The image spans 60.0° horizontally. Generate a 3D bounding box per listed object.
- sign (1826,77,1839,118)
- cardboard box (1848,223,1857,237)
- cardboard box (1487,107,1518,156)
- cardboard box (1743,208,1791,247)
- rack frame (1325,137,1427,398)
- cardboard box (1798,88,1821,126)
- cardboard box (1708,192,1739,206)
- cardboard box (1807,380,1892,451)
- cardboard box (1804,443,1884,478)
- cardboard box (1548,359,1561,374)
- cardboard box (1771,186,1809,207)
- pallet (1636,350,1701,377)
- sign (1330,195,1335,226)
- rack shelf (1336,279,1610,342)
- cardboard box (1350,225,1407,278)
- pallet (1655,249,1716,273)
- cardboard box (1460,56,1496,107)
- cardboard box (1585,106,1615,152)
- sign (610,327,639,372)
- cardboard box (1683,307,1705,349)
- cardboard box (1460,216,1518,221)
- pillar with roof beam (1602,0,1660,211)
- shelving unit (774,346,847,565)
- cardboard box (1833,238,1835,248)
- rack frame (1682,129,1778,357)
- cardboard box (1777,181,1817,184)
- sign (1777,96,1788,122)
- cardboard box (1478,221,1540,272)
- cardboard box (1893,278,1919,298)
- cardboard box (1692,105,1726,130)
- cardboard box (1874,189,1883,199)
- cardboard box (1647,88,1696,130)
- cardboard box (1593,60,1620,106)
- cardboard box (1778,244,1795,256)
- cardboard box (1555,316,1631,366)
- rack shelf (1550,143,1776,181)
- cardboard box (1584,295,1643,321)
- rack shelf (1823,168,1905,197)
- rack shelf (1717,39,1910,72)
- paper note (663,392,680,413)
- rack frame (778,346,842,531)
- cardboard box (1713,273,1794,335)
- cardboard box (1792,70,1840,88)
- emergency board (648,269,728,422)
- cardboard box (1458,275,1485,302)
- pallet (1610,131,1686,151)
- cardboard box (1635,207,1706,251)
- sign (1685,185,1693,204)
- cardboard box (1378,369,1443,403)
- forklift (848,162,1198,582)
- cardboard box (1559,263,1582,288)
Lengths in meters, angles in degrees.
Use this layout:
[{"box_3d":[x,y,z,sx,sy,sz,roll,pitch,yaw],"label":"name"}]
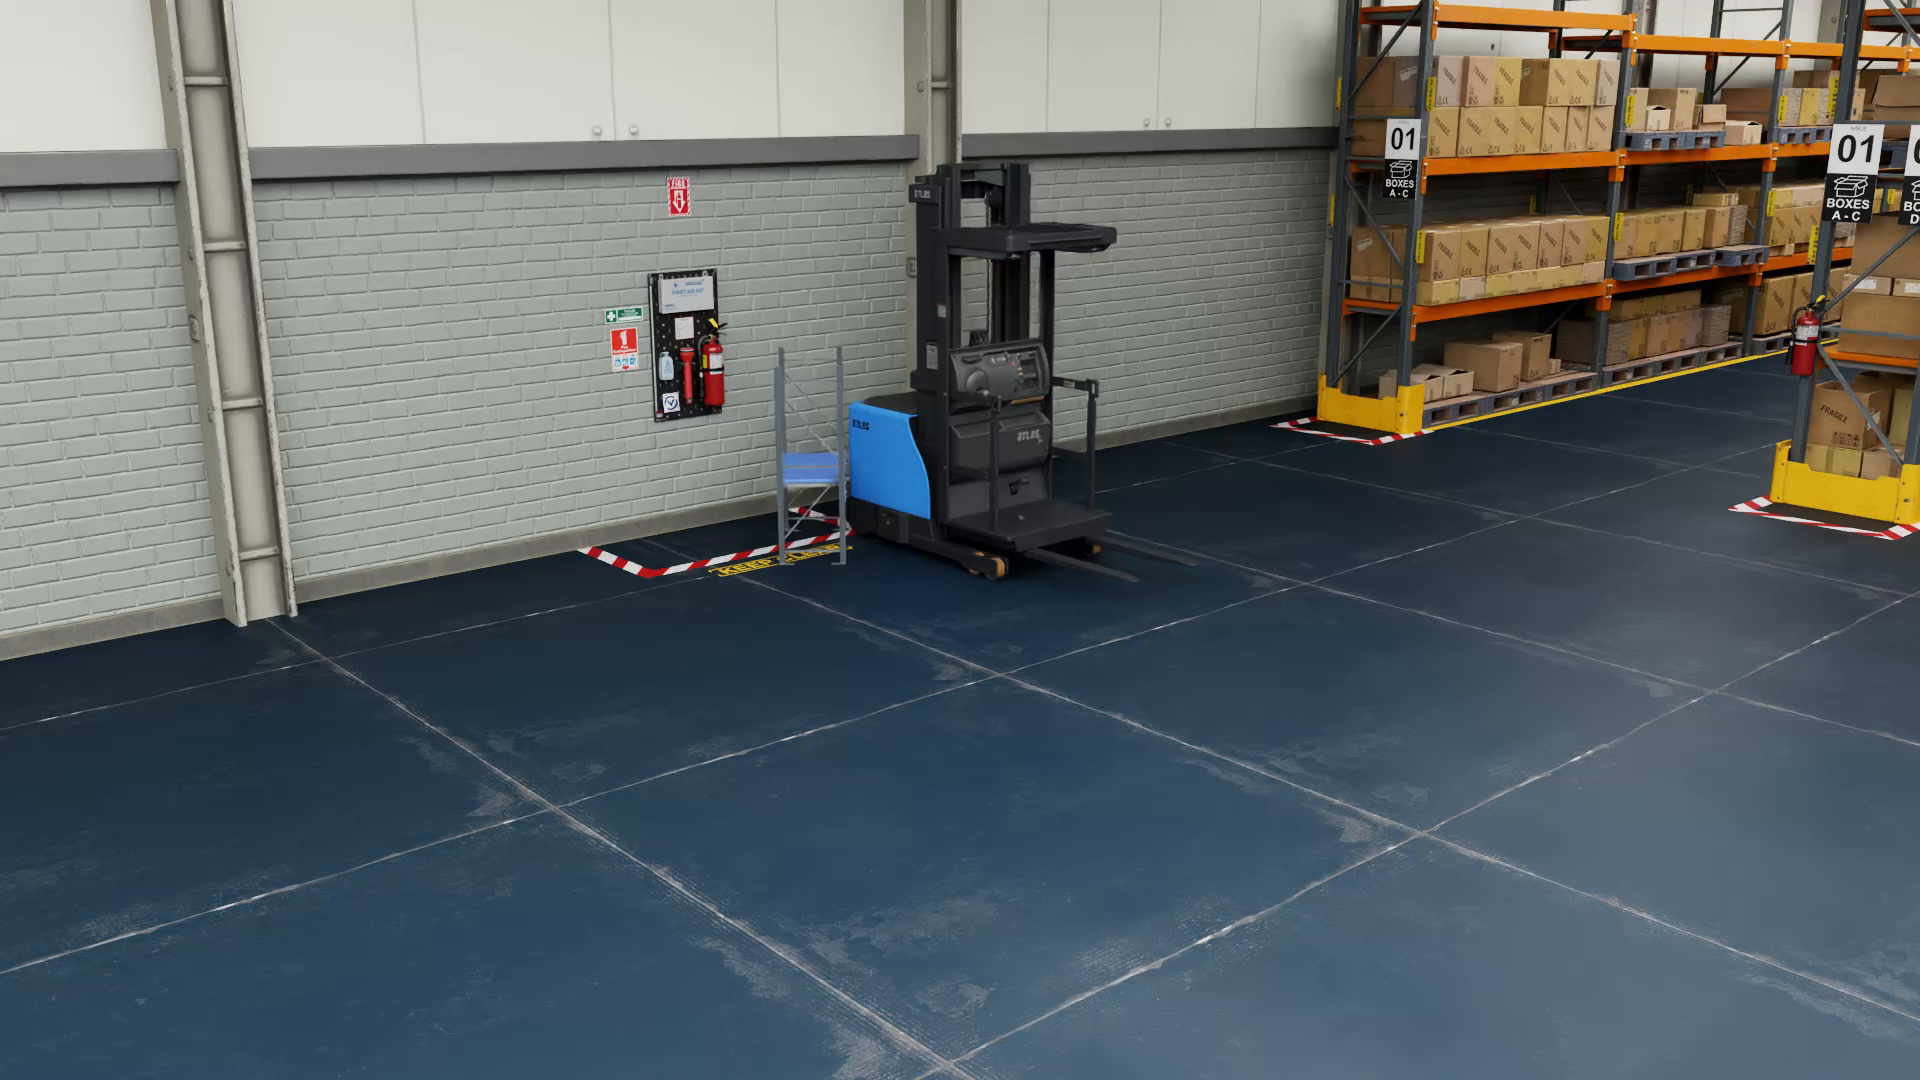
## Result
[{"box_3d":[7.244,-3.662,13.771,0.005,0.325,0.100,-13,19,-39],"label":"sign"},{"box_3d":[12.827,-4.698,24.215,0.500,0.500,0.500,-12,19,-39],"label":"cardboard box"},{"box_3d":[5.569,-4.367,17.740,0.500,0.500,0.500,-12,19,-37],"label":"cardboard box"},{"box_3d":[10.905,-4.268,22.607,0.500,0.500,0.500,-12,19,-38],"label":"cardboard box"},{"box_3d":[4.335,-2.679,17.466,0.127,3.000,1.000,-13,19,-39],"label":"rack frame"},{"box_3d":[11.490,-6.028,23.148,0.500,0.500,0.700,-11,19,-37],"label":"cardboard box"},{"box_3d":[10.130,-4.544,22.145,0.380,0.149,0.250,13,20,40],"label":"cardboard box"},{"box_3d":[7.799,-1.100,14.618,0.500,0.500,0.500,-13,19,-39],"label":"cardboard box"},{"box_3d":[7.800,-0.738,14.714,0.500,0.250,0.500,-13,19,-39],"label":"cardboard box"},{"box_3d":[6.969,-2.103,19.950,0.380,0.166,0.250,13,20,40],"label":"cardboard box"},{"box_3d":[11.287,-4.716,22.830,0.500,0.250,0.500,-13,20,-40],"label":"cardboard box"},{"box_3d":[8.860,-2.349,21.635,1.213,0.211,1.003,-13,19,-39],"label":"pallet"},{"box_3d":[3.986,-3.502,17.693,0.005,0.325,0.100,-13,19,-39],"label":"sign"},{"box_3d":[5.844,-2.670,18.827,4.000,0.370,1.077,-13,19,-39],"label":"rack shelf"},{"box_3d":[4.551,-3.099,17.839,0.500,0.500,0.500,-13,20,-40],"label":"cardboard box"},{"box_3d":[8.904,-3.598,21.279,1.213,0.211,1.003,-13,19,-39],"label":"pallet"},{"box_3d":[5.197,-4.762,17.283,0.500,0.500,0.500,-13,20,-40],"label":"cardboard box"},{"box_3d":[7.132,-4.729,19.098,0.500,0.500,0.500,-12,19,-38],"label":"cardboard box"},{"box_3d":[-2.605,-1.482,12.915,0.234,0.329,0.001,-13,19,-39],"label":"sign"},{"box_3d":[9.396,-2.842,22.068,0.500,0.500,0.700,-13,20,-39],"label":"cardboard box"},{"box_3d":[6.089,-3.447,19.139,0.500,0.500,0.500,-12,19,-38],"label":"cardboard box"},{"box_3d":[11.648,-6.042,18.433,0.400,9.000,9.100,-13,19,-39],"label":"pillar with roof beam"},{"box_3d":[-1.150,-0.672,12.861,0.538,1.500,1.048,-1,15,-4],"label":"shelving unit"},{"box_3d":[12.331,-4.281,23.911,0.250,0.149,0.380,-13,20,-41],"label":"cardboard box"},{"box_3d":[10.370,-4.034,22.539,0.127,3.000,1.000,-13,19,-39],"label":"rack frame"},{"box_3d":[12.105,-5.072,24.165,0.500,0.250,0.500,-14,20,-41],"label":"cardboard box"},{"box_3d":[10.725,-5.627,21.689,0.005,0.325,0.100,-13,19,-39],"label":"sign"},{"box_3d":[6.047,-3.258,18.435,0.500,0.500,0.500,-12,19,-38],"label":"cardboard box"},{"box_3d":[8.027,-2.101,13.853,0.250,0.149,0.380,-13,20,-40],"label":"cardboard box"},{"box_3d":[9.331,-5.341,21.382,0.637,0.503,0.797,-9,18,-32],"label":"cardboard box"},{"box_3d":[13.203,-5.147,24.443,0.500,0.250,0.500,-12,19,-38],"label":"cardboard box"},{"box_3d":[8.748,-5.343,20.619,0.500,0.500,0.500,-14,20,-41],"label":"cardboard box"},{"box_3d":[7.153,-5.209,18.955,0.500,0.500,0.500,14,20,42],"label":"cardboard box"},{"box_3d":[11.222,-4.002,22.869,0.250,0.149,0.380,-12,19,-38],"label":"cardboard box"},{"box_3d":[7.897,-2.489,20.747,0.500,0.500,0.700,-12,19,-38],"label":"cardboard box"},{"box_3d":[8.861,-4.797,20.977,4.000,0.370,1.077,-13,19,-39],"label":"rack shelf"},{"box_3d":[8.227,-2.927,20.932,0.500,0.250,0.500,-13,20,-41],"label":"cardboard box"},{"box_3d":[9.099,-3.155,14.832,4.000,0.370,1.077,-13,19,-39],"label":"rack shelf"},{"box_3d":[11.879,-6.730,23.178,4.000,0.370,1.077,-13,19,-39],"label":"rack shelf"},{"box_3d":[-2.299,-1.096,13.247,0.142,0.148,0.016,-13,19,-39],"label":"paper note"},{"box_3d":[-1.187,-0.803,13.350,0.500,1.500,0.032,-1,15,-4],"label":"rack frame"},{"box_3d":[11.011,-3.297,23.133,0.750,0.750,0.750,-13,20,-40],"label":"cardboard box"},{"box_3d":[12.231,-6.564,23.699,0.500,0.250,0.500,-13,20,-41],"label":"cardboard box"},{"box_3d":[-2.120,-1.538,13.195,0.643,1.169,0.194,-13,19,-39],"label":"emergency board"},{"box_3d":[5.294,-2.727,17.900,0.500,0.250,0.500,-13,20,-41],"label":"cardboard box"},{"box_3d":[7.888,-4.799,19.953,1.003,0.211,1.213,-13,19,-39],"label":"pallet"},{"box_3d":[9.097,-3.998,21.358,0.500,0.500,0.700,-13,19,-39],"label":"cardboard box"},{"box_3d":[10.003,-4.701,22.792,0.005,0.325,0.100,-13,19,-39],"label":"sign"},{"box_3d":[4.916,-1.692,18.129,0.500,0.311,0.500,13,20,41],"label":"cardboard box"},{"box_3d":[0.446,-1.272,12.331,1.130,2.935,3.031,-13,19,-39],"label":"forklift"},{"box_3d":[6.813,-3.071,19.188,0.500,0.250,0.500,-13,19,-39],"label":"cardboard box"}]
